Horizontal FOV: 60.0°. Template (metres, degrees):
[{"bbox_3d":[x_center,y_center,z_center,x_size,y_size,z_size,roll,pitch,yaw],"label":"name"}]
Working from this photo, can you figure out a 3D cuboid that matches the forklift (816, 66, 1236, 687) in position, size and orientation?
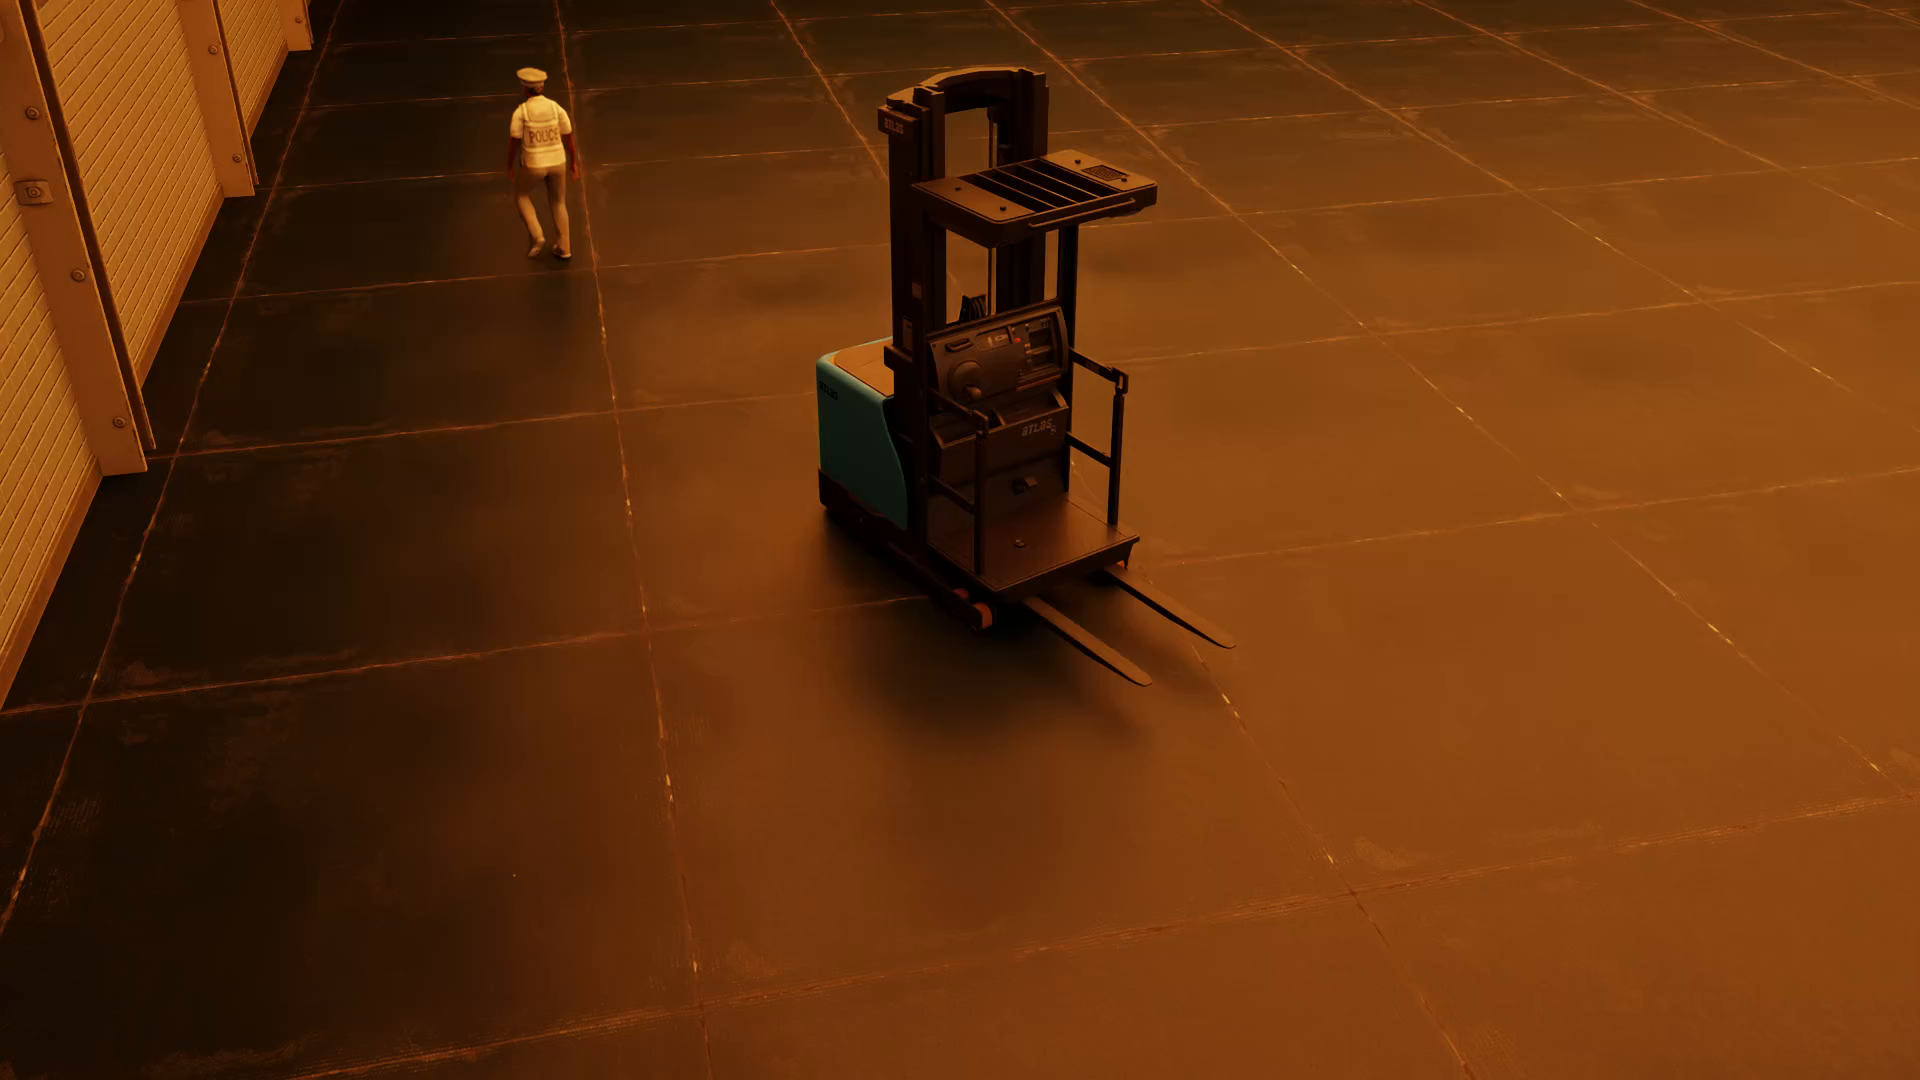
[{"bbox_3d":[0.355,-1.021,9.338,1.130,2.935,3.031,-20,35,-30],"label":"forklift"}]

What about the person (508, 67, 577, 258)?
[{"bbox_3d":[-3.665,-3.280,14.524,0.588,1.649,0.453,-17,34,-27],"label":"person"}]
